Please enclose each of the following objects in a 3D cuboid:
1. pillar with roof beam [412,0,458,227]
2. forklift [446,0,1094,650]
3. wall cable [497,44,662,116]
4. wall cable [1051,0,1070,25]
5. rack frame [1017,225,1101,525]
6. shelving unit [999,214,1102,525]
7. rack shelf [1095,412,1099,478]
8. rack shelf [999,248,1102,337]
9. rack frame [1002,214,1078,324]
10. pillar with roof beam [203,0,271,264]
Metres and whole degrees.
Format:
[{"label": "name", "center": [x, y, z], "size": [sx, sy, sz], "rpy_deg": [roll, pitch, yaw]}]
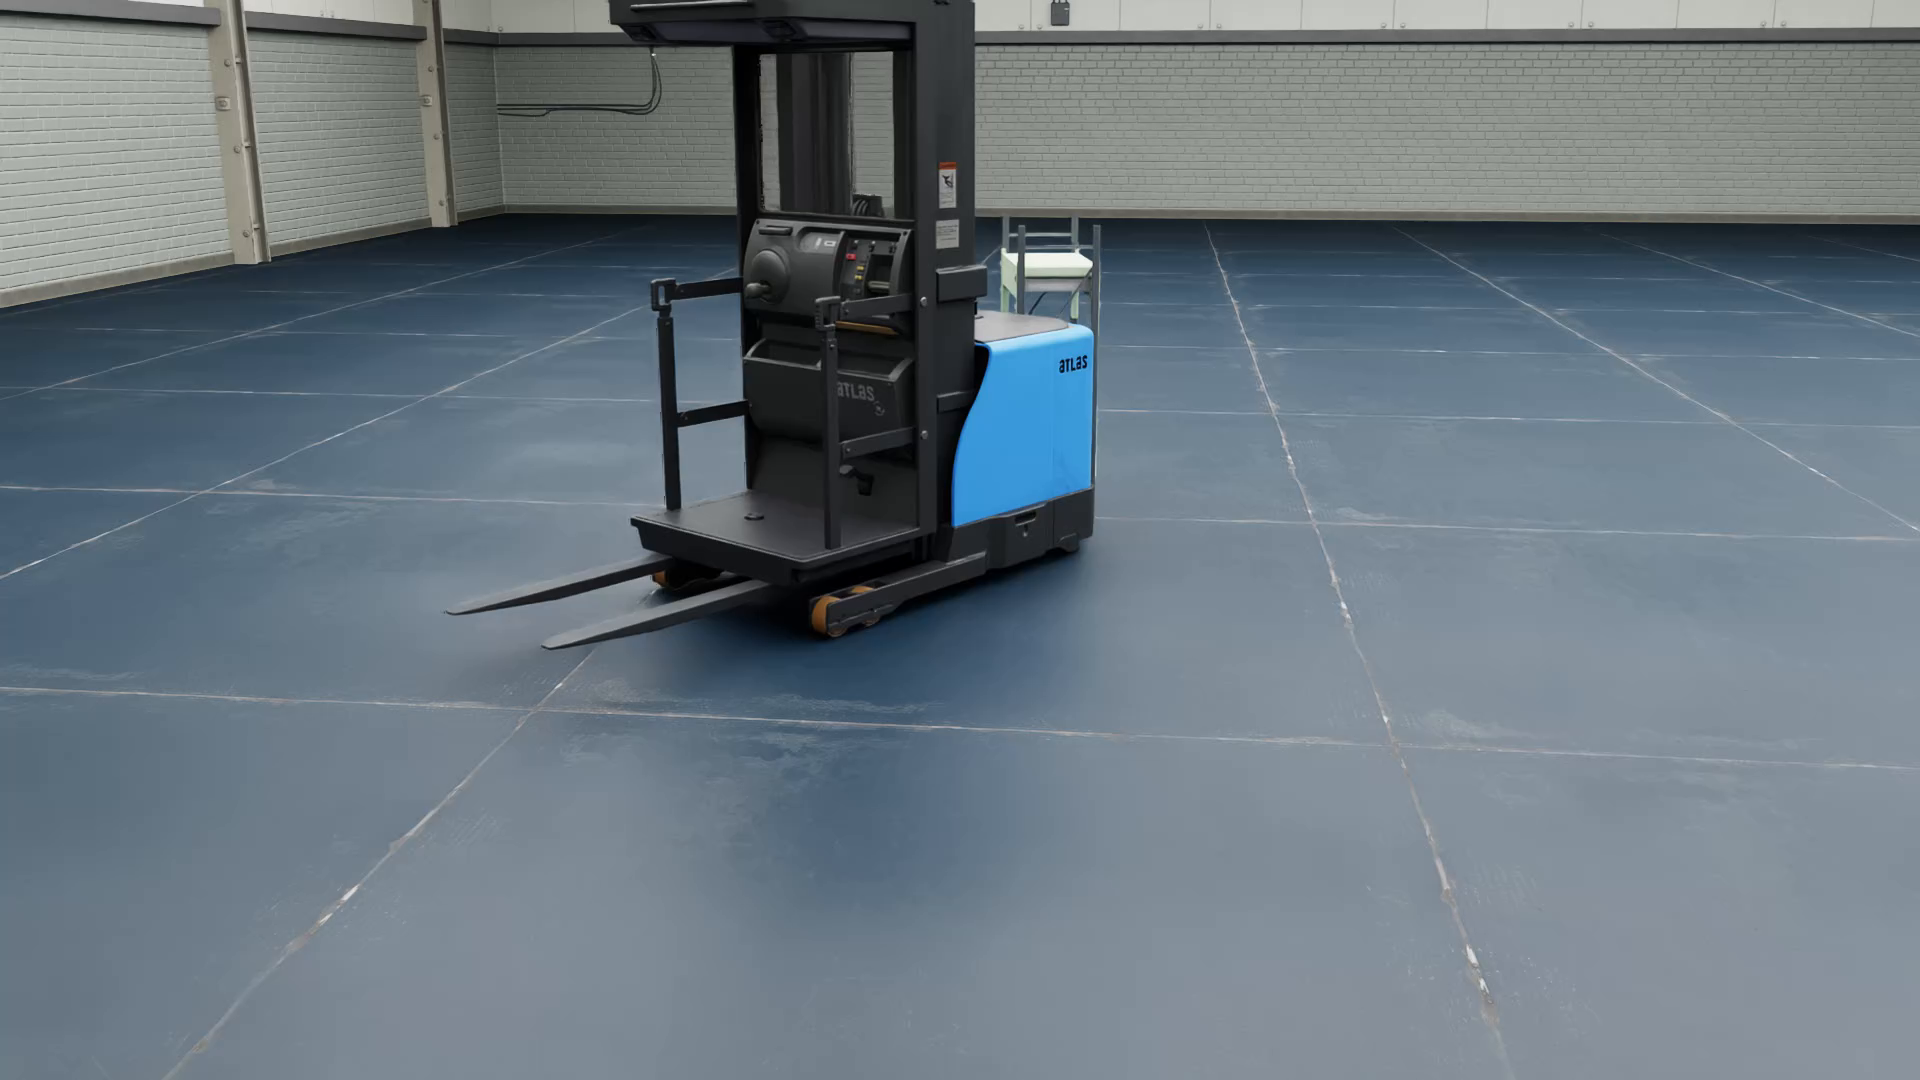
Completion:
[{"label": "pillar with roof beam", "center": [-4.123, -9.333, 25.436], "size": [9.100, 9.000, 0.400], "rpy_deg": [2, 15, 6]}, {"label": "forklift", "center": [-0.708, -1.170, 6.875], "size": [1.130, 2.935, 3.031], "rpy_deg": [13, 20, 39]}, {"label": "wall cable", "center": [-6.754, -8.686, 28.992], "size": [3.097, 2.526, 0.112], "rpy_deg": [2, 15, 6]}, {"label": "wall cable", "center": [2.677, -11.542, 27.094], "size": [2.305, 6.003, 0.169], "rpy_deg": [2, 15, 6]}, {"label": "rack frame", "center": [0.481, -0.800, 8.246], "size": [0.400, 1.500, 0.023], "rpy_deg": [-1, 15, -4]}, {"label": "shelving unit", "center": [0.452, -0.895, 8.598], "size": [0.431, 1.500, 0.755], "rpy_deg": [-1, 15, -4]}, {"label": "rack shelf", "center": [0.452, -0.580, 8.683], "size": [0.431, 0.370, 0.720], "rpy_deg": [-1, 15, -4]}, {"label": "rack shelf", "center": [0.452, -1.272, 8.496], "size": [0.431, 0.370, 0.720], "rpy_deg": [-1, 15, -4]}, {"label": "rack frame", "center": [0.424, -0.990, 8.950], "size": [0.400, 1.500, 0.023], "rpy_deg": [-1, 15, -4]}, {"label": "pillar with roof beam", "center": [-4.800, -7.776, 19.681], "size": [9.100, 9.000, 0.400], "rpy_deg": [2, 15, 6]}]
